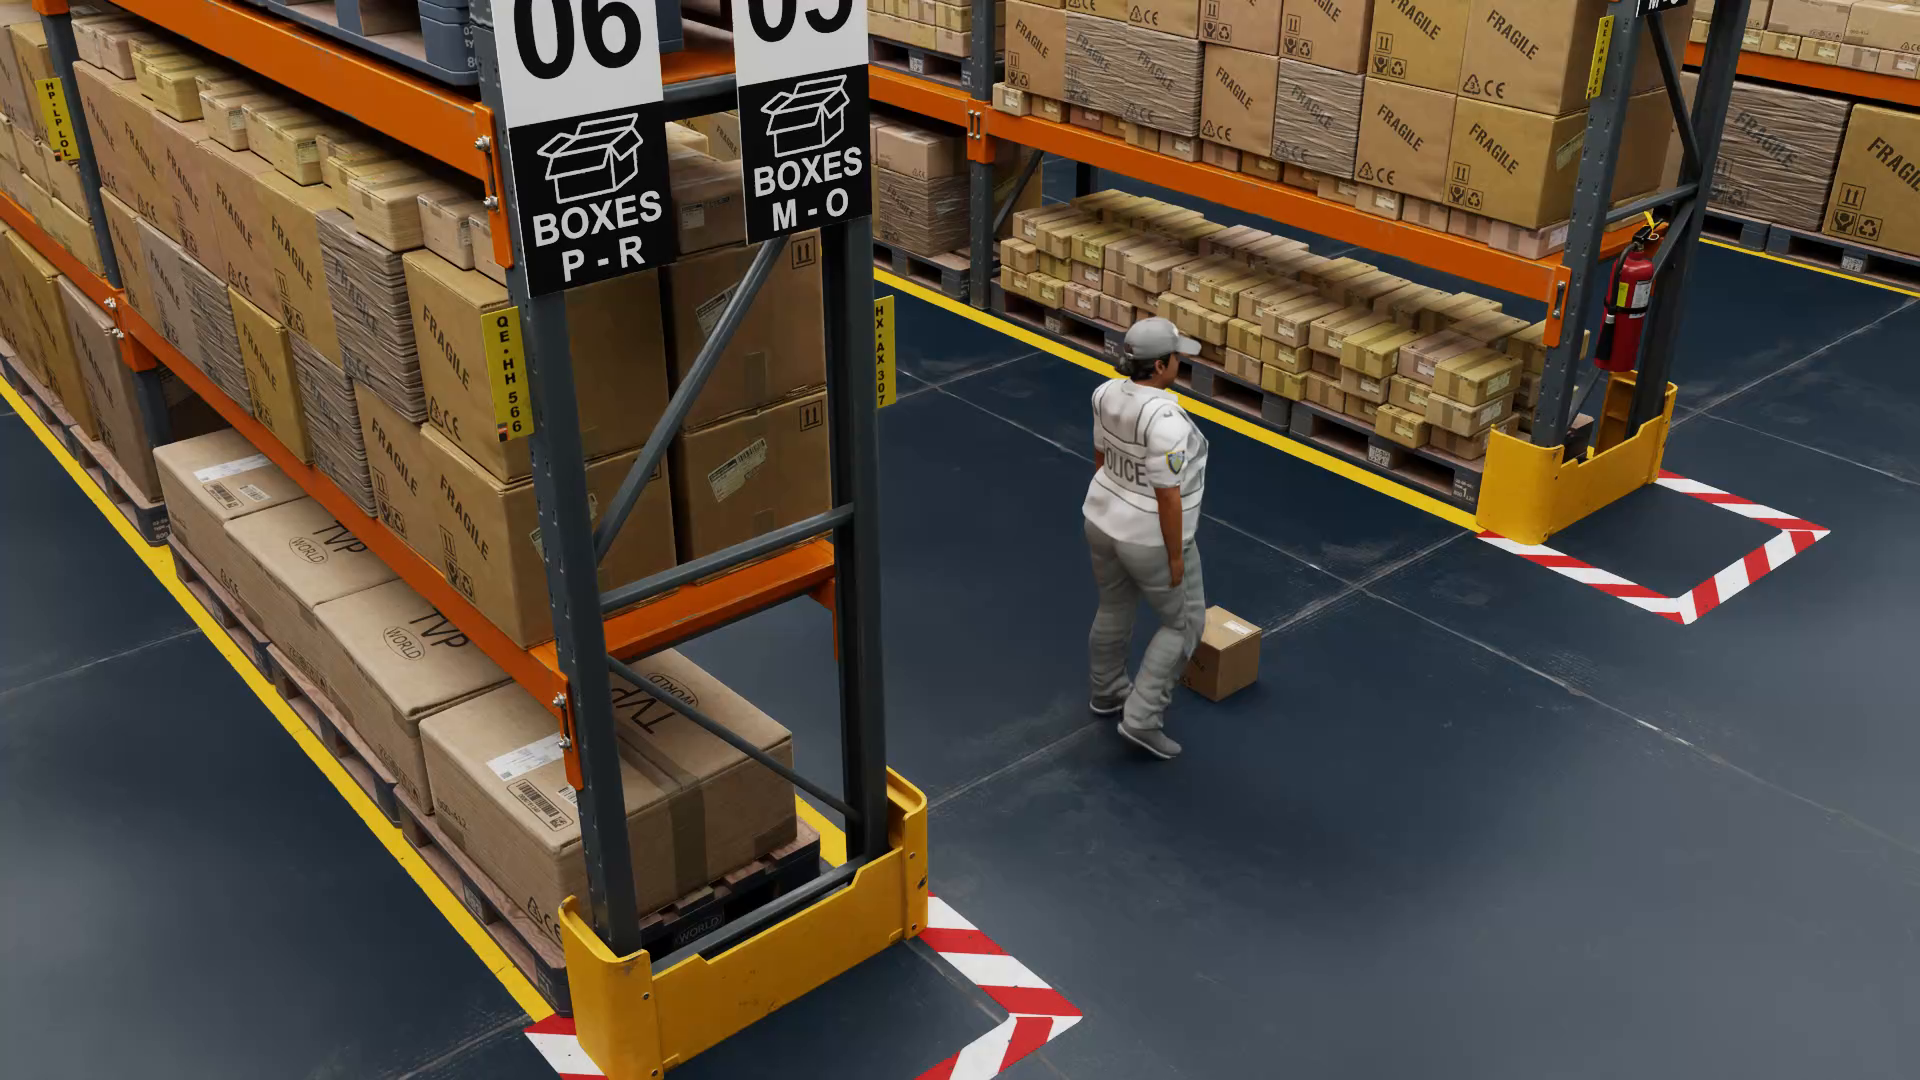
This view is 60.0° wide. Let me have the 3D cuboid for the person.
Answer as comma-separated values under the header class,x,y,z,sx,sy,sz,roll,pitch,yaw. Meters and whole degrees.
class,x,y,z,sx,sy,sz,roll,pitch,yaw
person,0.679,0.001,6.136,0.385,1.718,0.516,-17,33,-29
